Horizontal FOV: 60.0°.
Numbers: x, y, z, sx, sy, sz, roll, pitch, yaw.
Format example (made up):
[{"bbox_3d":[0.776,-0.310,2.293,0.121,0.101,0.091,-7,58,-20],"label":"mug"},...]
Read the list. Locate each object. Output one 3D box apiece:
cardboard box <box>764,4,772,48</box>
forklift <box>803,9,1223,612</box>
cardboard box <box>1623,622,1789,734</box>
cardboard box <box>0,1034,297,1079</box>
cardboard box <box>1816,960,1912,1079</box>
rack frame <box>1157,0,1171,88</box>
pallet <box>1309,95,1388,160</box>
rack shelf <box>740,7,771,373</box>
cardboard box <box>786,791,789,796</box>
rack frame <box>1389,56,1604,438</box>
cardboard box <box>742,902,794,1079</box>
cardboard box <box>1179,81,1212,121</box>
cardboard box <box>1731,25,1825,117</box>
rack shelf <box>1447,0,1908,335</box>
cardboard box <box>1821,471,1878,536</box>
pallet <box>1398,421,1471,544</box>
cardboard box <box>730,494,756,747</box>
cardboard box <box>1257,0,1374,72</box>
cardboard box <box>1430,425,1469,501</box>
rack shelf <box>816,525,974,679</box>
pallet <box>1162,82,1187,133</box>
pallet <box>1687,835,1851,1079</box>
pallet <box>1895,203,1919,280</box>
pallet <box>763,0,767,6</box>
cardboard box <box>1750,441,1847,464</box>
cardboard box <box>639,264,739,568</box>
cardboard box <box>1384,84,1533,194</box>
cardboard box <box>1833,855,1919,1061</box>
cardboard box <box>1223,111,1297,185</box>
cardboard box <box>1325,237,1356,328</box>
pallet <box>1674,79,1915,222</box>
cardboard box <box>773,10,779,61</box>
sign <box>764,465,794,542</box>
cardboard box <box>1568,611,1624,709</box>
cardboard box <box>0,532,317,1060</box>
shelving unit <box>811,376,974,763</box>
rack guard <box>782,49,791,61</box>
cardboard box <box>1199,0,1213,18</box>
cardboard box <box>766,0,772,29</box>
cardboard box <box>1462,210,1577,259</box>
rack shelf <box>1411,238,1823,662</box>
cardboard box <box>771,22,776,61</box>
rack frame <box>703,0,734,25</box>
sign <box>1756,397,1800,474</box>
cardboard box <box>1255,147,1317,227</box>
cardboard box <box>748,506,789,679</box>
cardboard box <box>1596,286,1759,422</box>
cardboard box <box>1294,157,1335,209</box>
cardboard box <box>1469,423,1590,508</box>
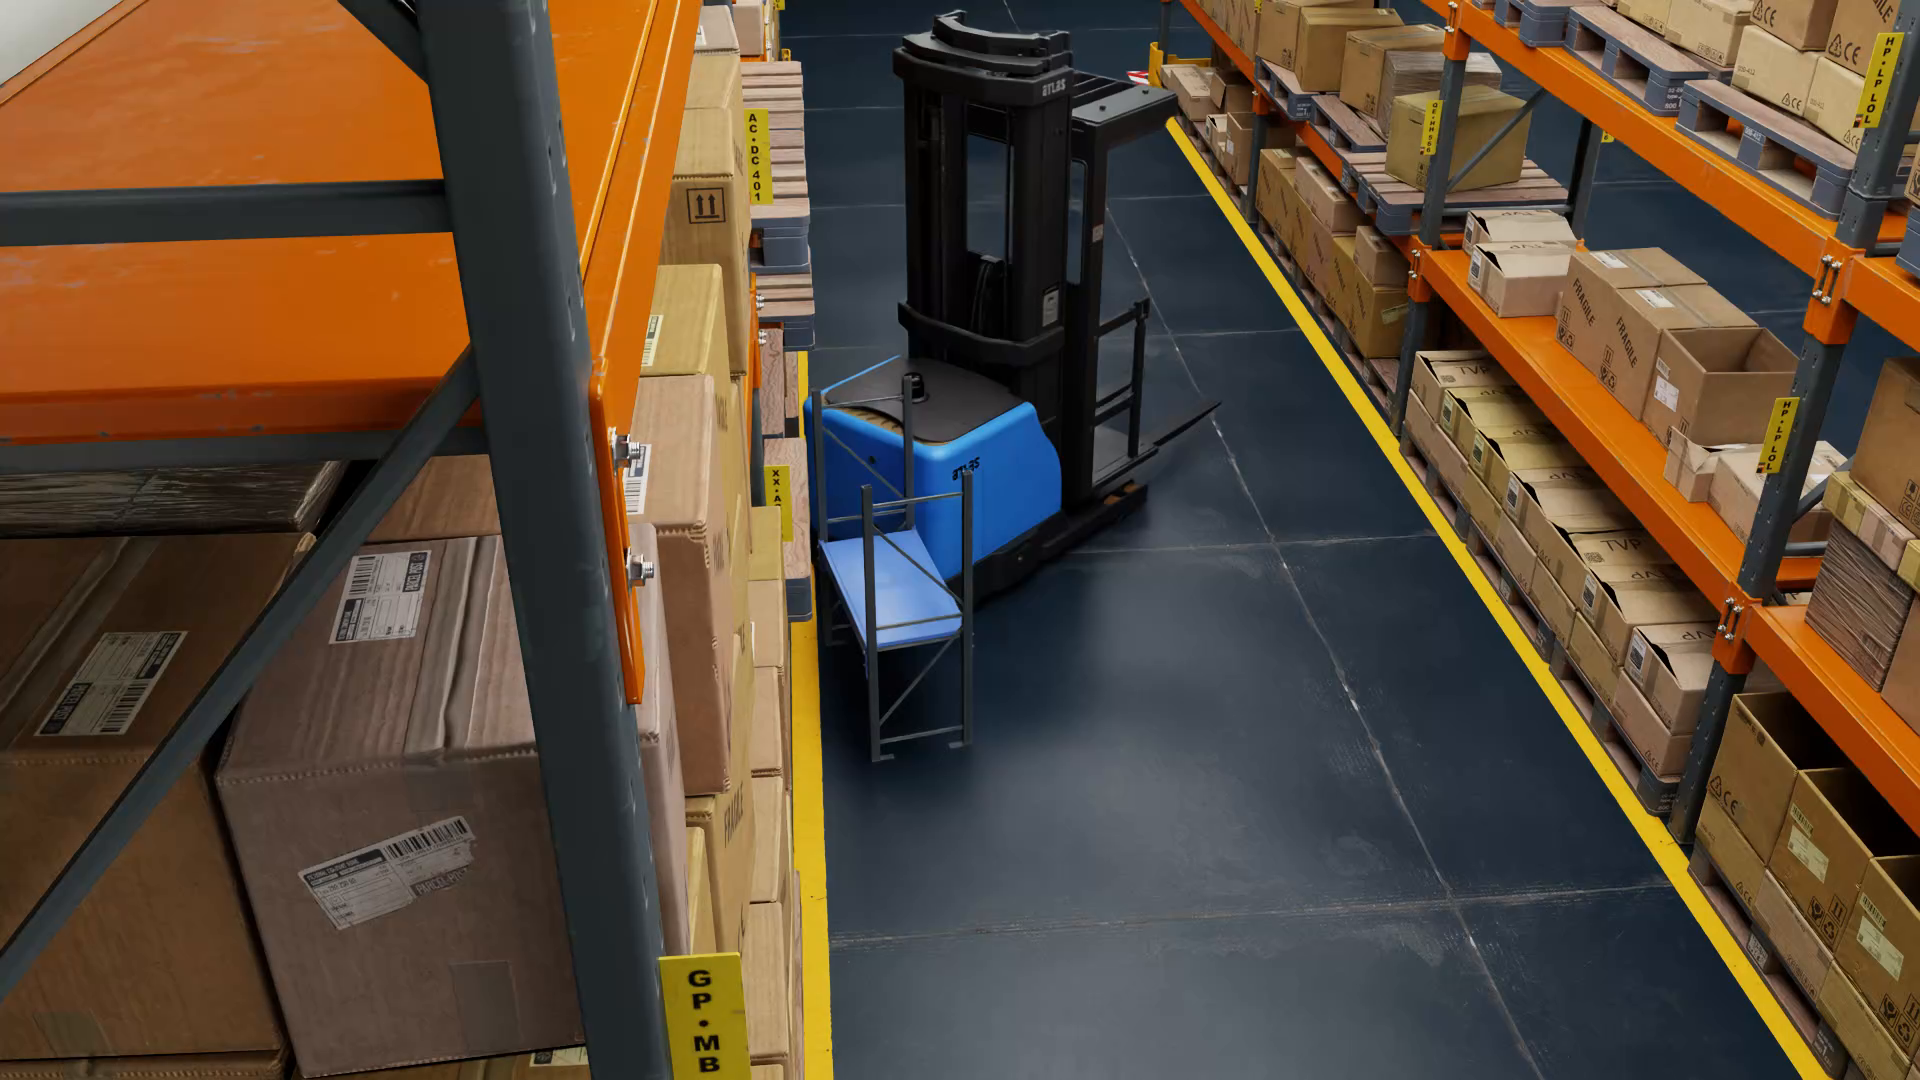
[{"bbox_3d":[-1.582,-3.569,11.662,0.500,0.250,0.500,-2,31,-4],"label":"cardboard box"},{"bbox_3d":[0.479,-1.508,9.417,1.130,2.935,3.031,24,38,34],"label":"forklift"},{"bbox_3d":[3.389,0.595,7.554,0.500,0.311,0.500,-3,31,-5],"label":"cardboard box"},{"bbox_3d":[-1.136,0.770,2.494,0.500,0.500,0.500,-1,31,-1],"label":"cardboard box"},{"bbox_3d":[3.537,1.791,6.098,0.500,0.250,0.500,-3,31,-5],"label":"cardboard box"},{"bbox_3d":[2.591,-6.098,17.034,1.000,3.000,0.127,-3,31,-5],"label":"rack frame"},{"bbox_3d":[3.153,-2.924,11.907,1.003,0.211,1.213,-3,31,-5],"label":"pallet"},{"bbox_3d":[-1.406,-1.732,7.501,1.077,0.370,4.000,-3,31,-5],"label":"rack shelf"},{"bbox_3d":[-0.835,0.806,5.603,0.500,0.250,0.500,-3,31,-4],"label":"cardboard box"},{"bbox_3d":[3.339,-2.014,10.196,1.000,3.000,0.127,-3,31,-5],"label":"rack frame"},{"bbox_3d":[-0.669,1.269,4.096,0.500,0.500,0.500,-4,31,-6],"label":"cardboard box"},{"bbox_3d":[2.453,-4.305,16.284,0.500,0.250,0.500,-3,31,-5],"label":"cardboard box"},{"bbox_3d":[3.611,-1.970,6.935,0.500,0.250,0.500,-6,31,-9],"label":"cardboard box"},{"bbox_3d":[3.526,-1.971,7.902,1.077,0.370,4.000,-3,31,-5],"label":"rack shelf"},{"bbox_3d":[3.545,-0.146,6.340,0.380,0.149,0.250,-3,31,-5],"label":"cardboard box"},{"bbox_3d":[3.377,-0.394,10.204,1.003,0.211,1.213,-3,31,-5],"label":"pallet"},{"bbox_3d":[-0.695,0.247,3.369,0.500,0.500,0.500,-1,31,-2],"label":"cardboard box"},{"bbox_3d":[2.787,-4.026,13.059,0.700,0.500,0.500,-13,33,-21],"label":"cardboard box"},{"bbox_3d":[3.143,-0.475,9.892,0.500,0.250,0.500,-4,31,-6],"label":"cardboard box"},{"bbox_3d":[-0.333,0.284,8.163,0.538,0.185,1.000,-9,32,-14],"label":"rack shelf"},{"bbox_3d":[2.674,-4.455,17.003,1.003,0.211,1.213,-3,31,-5],"label":"pallet"},{"bbox_3d":[3.745,1.634,6.809,1.003,0.211,1.213,-3,31,-5],"label":"pallet"},{"bbox_3d":[3.818,-0.787,5.303,1.003,0.211,1.213,-3,31,-5],"label":"pallet"},{"bbox_3d":[-1.706,-3.307,9.621,1.213,0.211,1.003,-1,31,-2],"label":"pallet"},{"bbox_3d":[3.833,-0.326,7.615,0.380,0.149,0.250,-3,31,-5],"label":"cardboard box"},{"bbox_3d":[-0.695,-0.186,3.120,0.500,0.500,0.500,-2,31,-3],"label":"cardboard box"},{"bbox_3d":[3.168,-2.553,10.592,0.700,0.500,0.500,-13,33,-21],"label":"cardboard box"},{"bbox_3d":[3.538,1.469,5.906,0.500,0.500,0.500,-3,31,-5],"label":"cardboard box"},{"bbox_3d":[2.630,-3.449,14.607,0.500,0.500,0.500,-3,31,-5],"label":"cardboard box"},{"bbox_3d":[2.970,-1.860,11.947,0.500,0.500,0.500,-4,31,-6],"label":"cardboard box"},{"bbox_3d":[3.617,-1.627,6.810,0.805,0.209,1.217,-4,31,-7],"label":"pallet"},{"bbox_3d":[-2.001,-4.223,13.602,0.980,0.700,0.700,-2,31,-4],"label":"cardboard box"},{"bbox_3d":[-0.679,-0.134,6.204,0.100,0.325,0.005,-3,31,-5],"label":"sign"},{"bbox_3d":[3.340,0.573,8.138,0.500,0.250,0.500,-3,31,-5],"label":"cardboard box"},{"bbox_3d":[-1.146,0.334,2.248,0.500,0.500,0.500,-1,31,-2],"label":"cardboard box"},{"bbox_3d":[-0.333,0.129,8.071,0.538,1.500,1.048,-9,32,-14],"label":"shelving unit"},{"bbox_3d":[-2.342,-4.798,17.295,1.175,0.500,0.348,-3,31,-5],"label":"rack guard"},{"bbox_3d":[2.513,-5.127,15.311,0.500,0.500,0.500,-2,31,-4],"label":"cardboard box"},{"bbox_3d":[-1.630,-3.830,12.098,0.500,0.250,0.500,-2,31,-4],"label":"cardboard box"},{"bbox_3d":[3.329,-1.787,9.904,0.500,0.311,0.500,-1,31,-1],"label":"cardboard box"},{"bbox_3d":[3.526,-0.684,8.671,1.077,0.370,4.000,-3,31,-5],"label":"rack shelf"},{"bbox_3d":[-1.615,-3.512,12.298,0.500,0.500,0.500,-3,31,-4],"label":"cardboard box"},{"bbox_3d":[-1.219,-2.308,4.838,1.000,3.000,0.127,-3,31,-5],"label":"rack frame"},{"bbox_3d":[3.173,-0.403,6.448,0.100,0.325,0.005,-3,31,-5],"label":"sign"},{"bbox_3d":[2.768,-2.913,13.710,0.500,0.500,0.500,-4,31,-7],"label":"cardboard box"},{"bbox_3d":[-0.867,0.228,5.838,0.500,0.500,0.500,-3,31,-5],"label":"cardboard box"},{"bbox_3d":[3.561,-0.932,8.287,0.500,0.500,0.500,-3,31,-5],"label":"cardboard box"},{"bbox_3d":[2.861,-2.724,12.663,0.500,0.250,0.500,-3,31,-4],"label":"cardboard box"},{"bbox_3d":[3.198,-0.444,9.294,0.500,0.311,0.500,-4,31,-6],"label":"cardboard box"}]
